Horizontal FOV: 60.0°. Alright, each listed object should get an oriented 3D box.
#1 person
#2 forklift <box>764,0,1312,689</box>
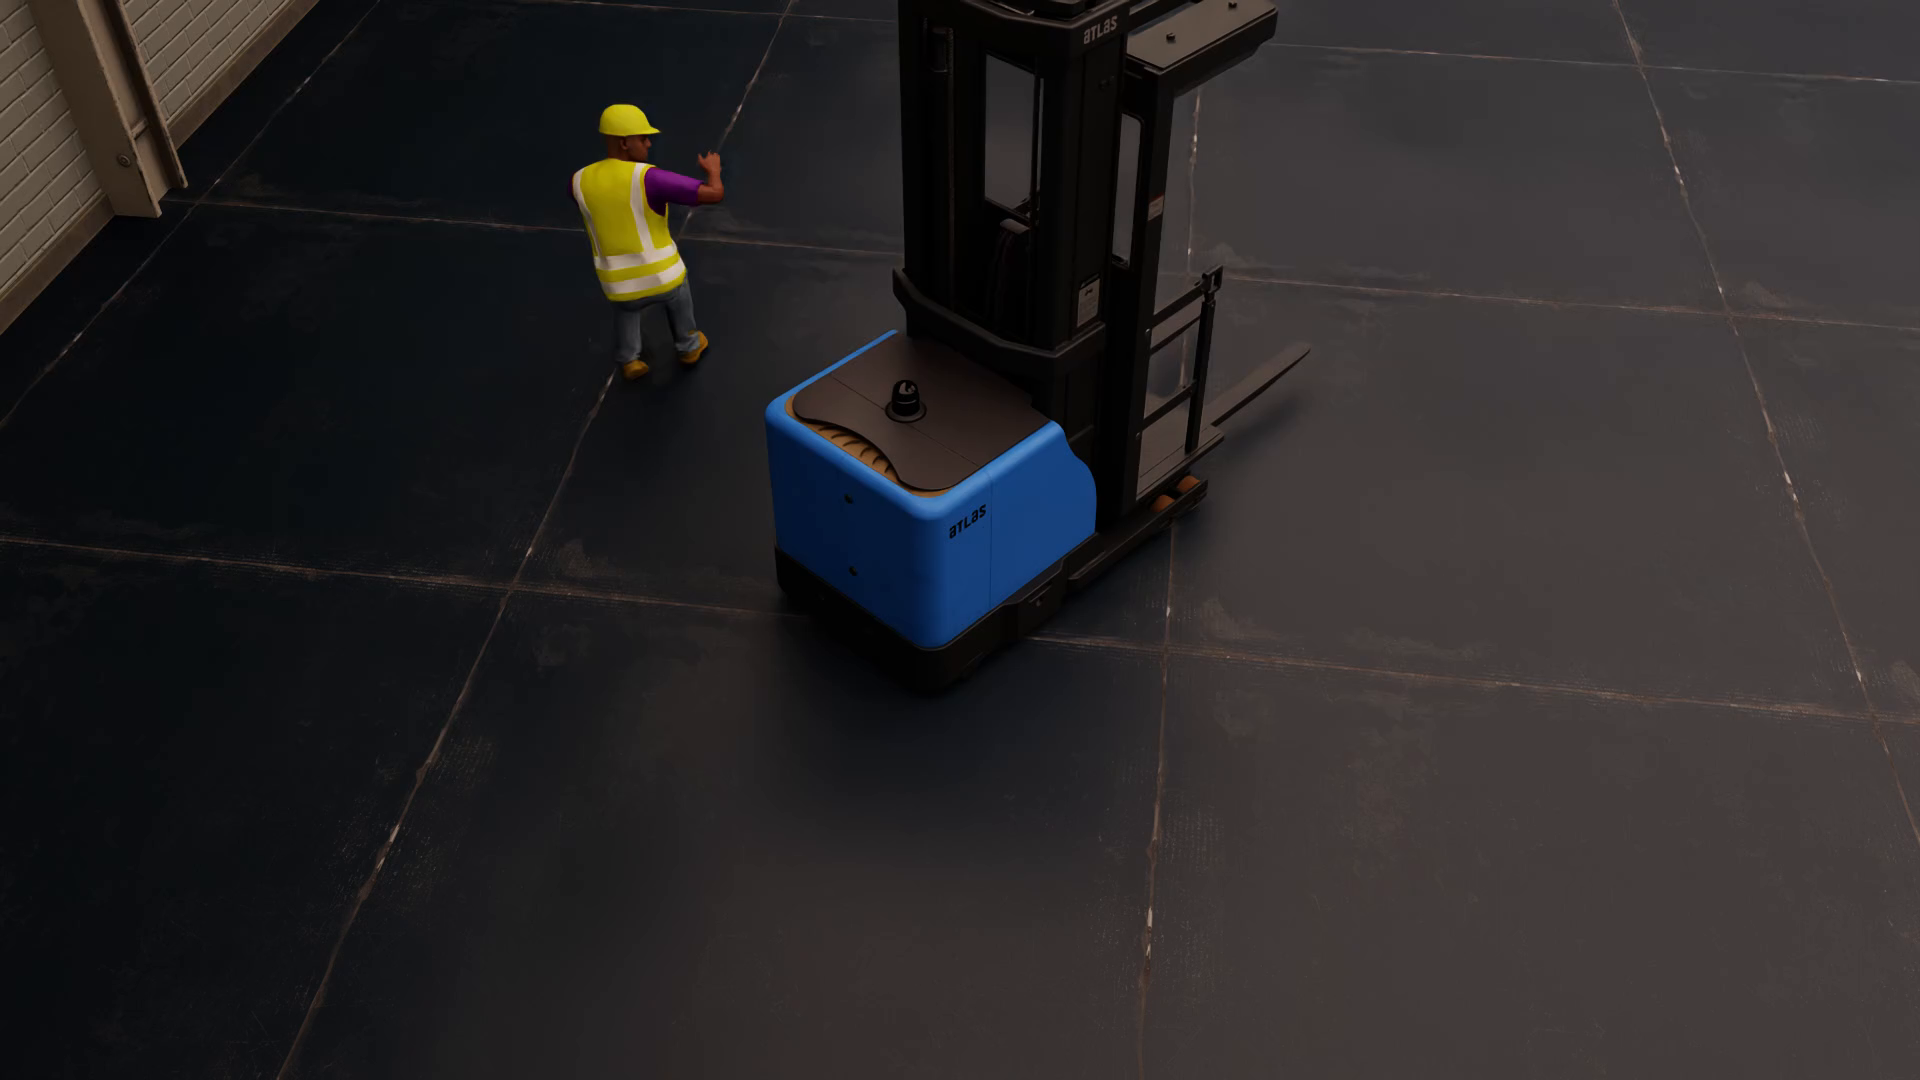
[{"bbox_3d":[-1.572,-1.566,8.513,0.837,1.477,0.991,-1,43,-1],"label":"person"},{"bbox_3d":[0.548,-1.344,7.188,1.130,2.935,3.031,33,52,31],"label":"forklift"}]
